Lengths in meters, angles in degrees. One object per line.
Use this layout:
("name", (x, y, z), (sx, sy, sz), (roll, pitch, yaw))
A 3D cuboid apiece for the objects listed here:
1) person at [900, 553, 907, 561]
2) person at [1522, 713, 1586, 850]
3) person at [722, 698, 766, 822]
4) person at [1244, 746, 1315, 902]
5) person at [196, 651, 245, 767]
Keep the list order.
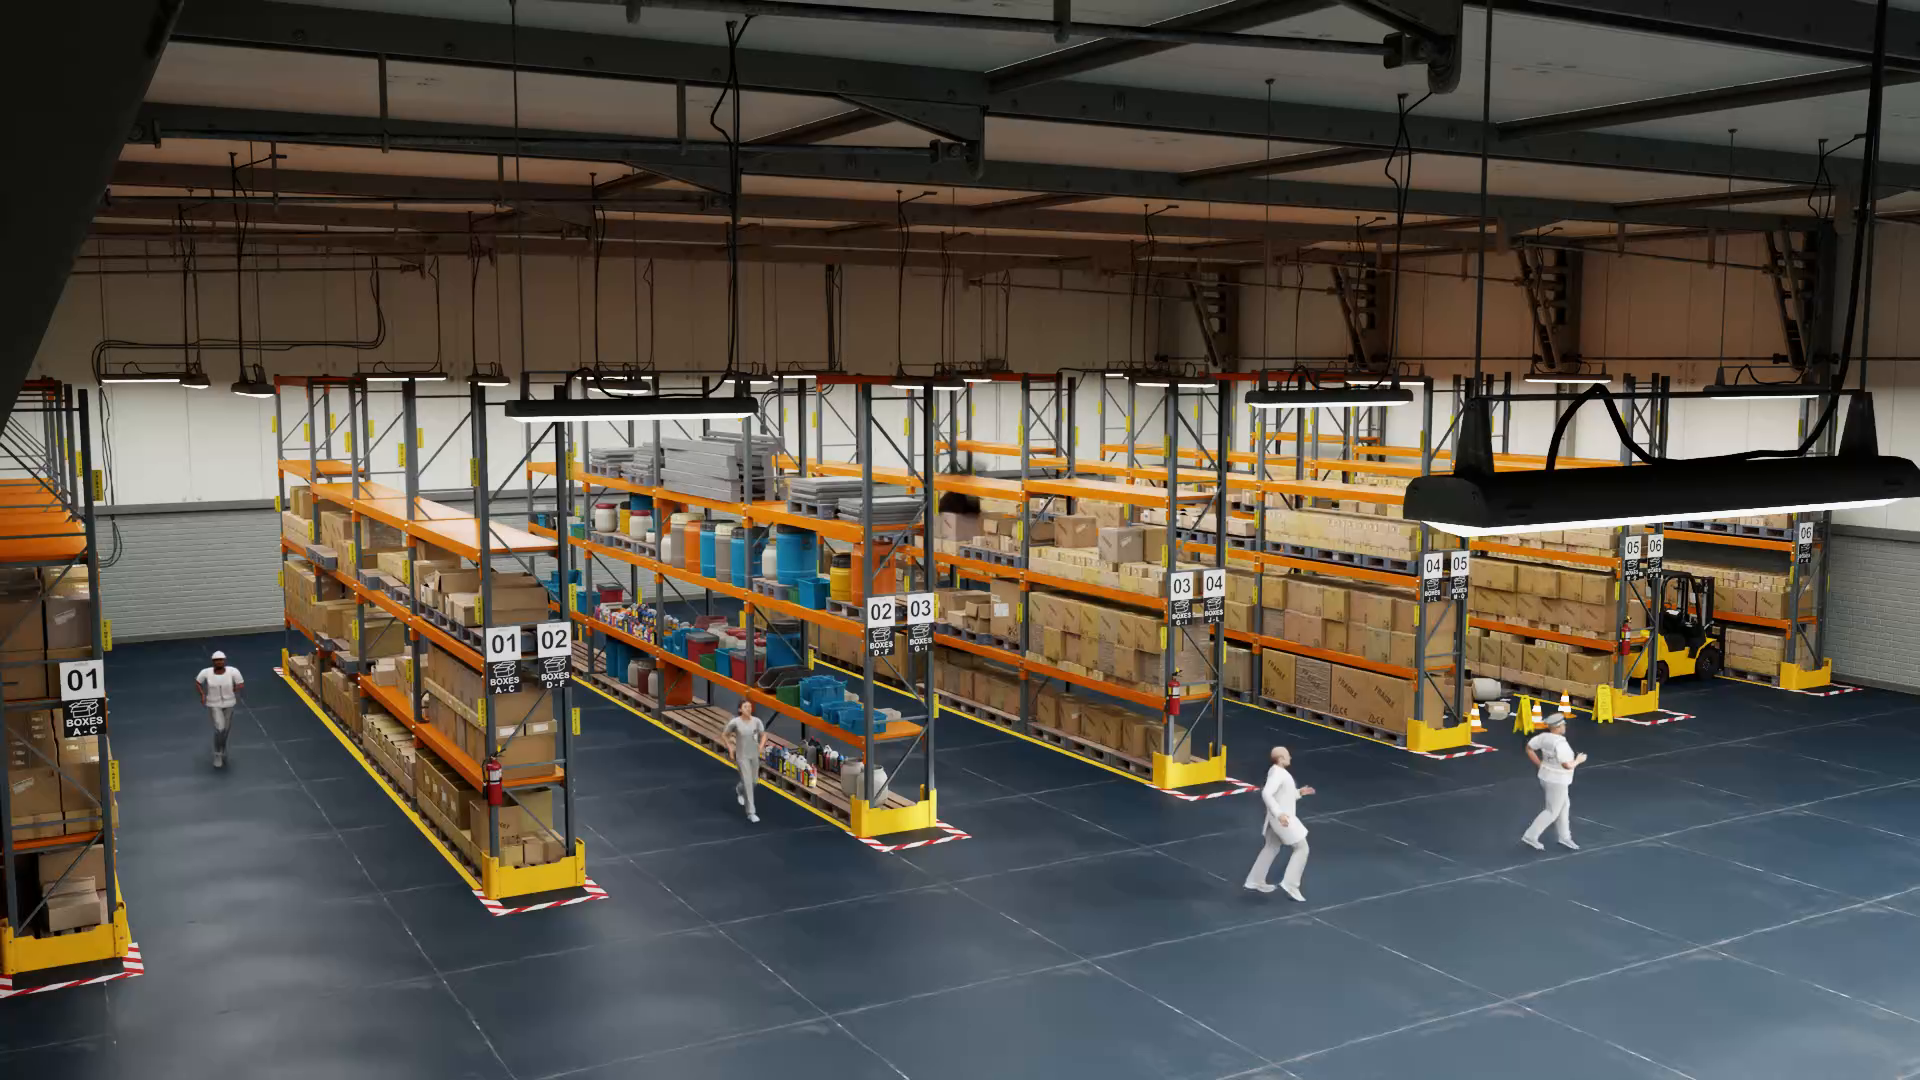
("person", (-1.514, 1.024, 41.417), (0.785, 1.573, 0.499), (4, 8, 35))
("person", (7.602, 3.114, 21.269), (0.850, 1.828, 0.648), (-1, 6, -5))
("person", (-2.964, 2.992, 22.937), (0.592, 1.647, 0.907), (-3, 7, -28))
("person", (3.772, 3.327, 19.483), (0.796, 1.843, 0.674), (-1, 6, -6))
("person", (-11.536, 2.631, 26.016), (0.660, 1.828, 0.755), (-4, 8, -35))
